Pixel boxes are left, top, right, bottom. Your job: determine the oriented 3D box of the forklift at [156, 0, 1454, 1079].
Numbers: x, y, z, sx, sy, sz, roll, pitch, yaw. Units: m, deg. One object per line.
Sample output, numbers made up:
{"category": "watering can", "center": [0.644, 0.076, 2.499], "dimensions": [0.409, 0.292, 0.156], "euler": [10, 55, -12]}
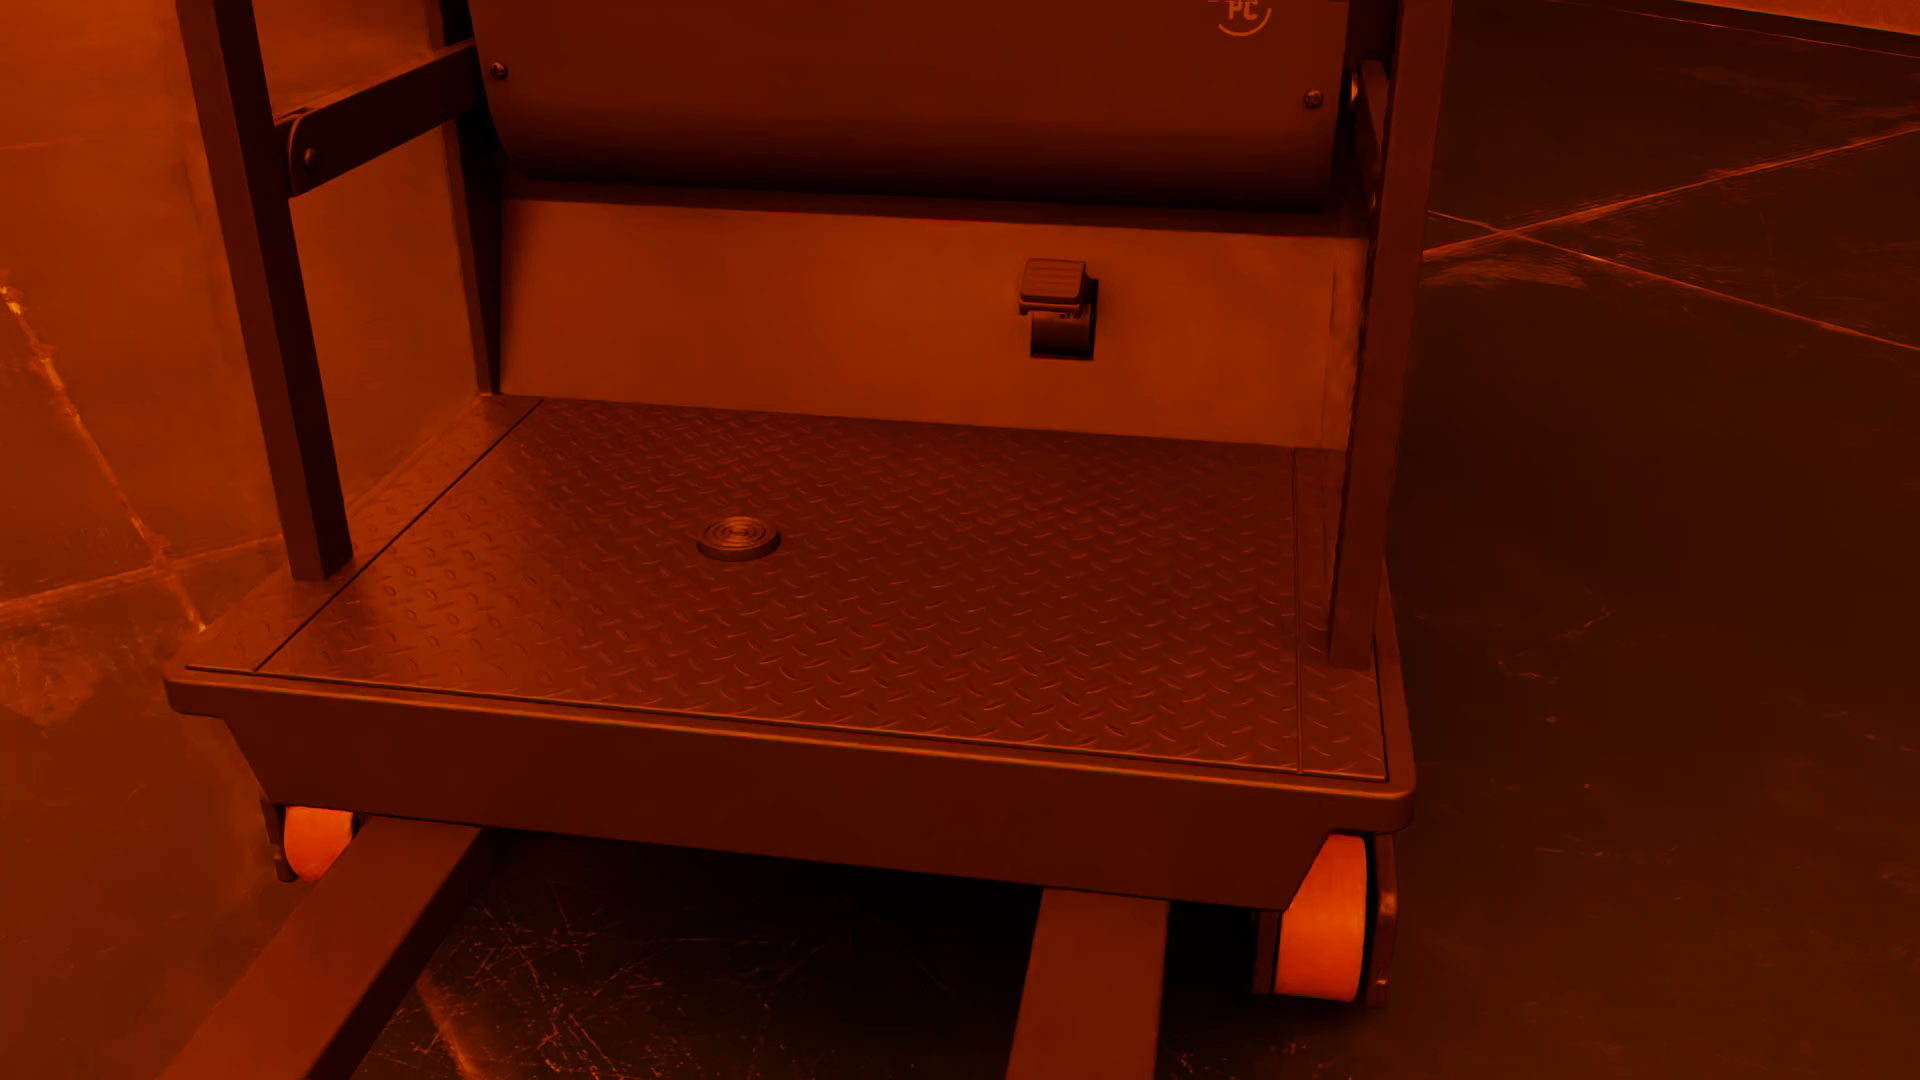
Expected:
{"category": "forklift", "center": [-0.097, -1.039, 1.303], "dimensions": [1.130, 2.935, 3.031], "euler": [4, 27, 9]}
